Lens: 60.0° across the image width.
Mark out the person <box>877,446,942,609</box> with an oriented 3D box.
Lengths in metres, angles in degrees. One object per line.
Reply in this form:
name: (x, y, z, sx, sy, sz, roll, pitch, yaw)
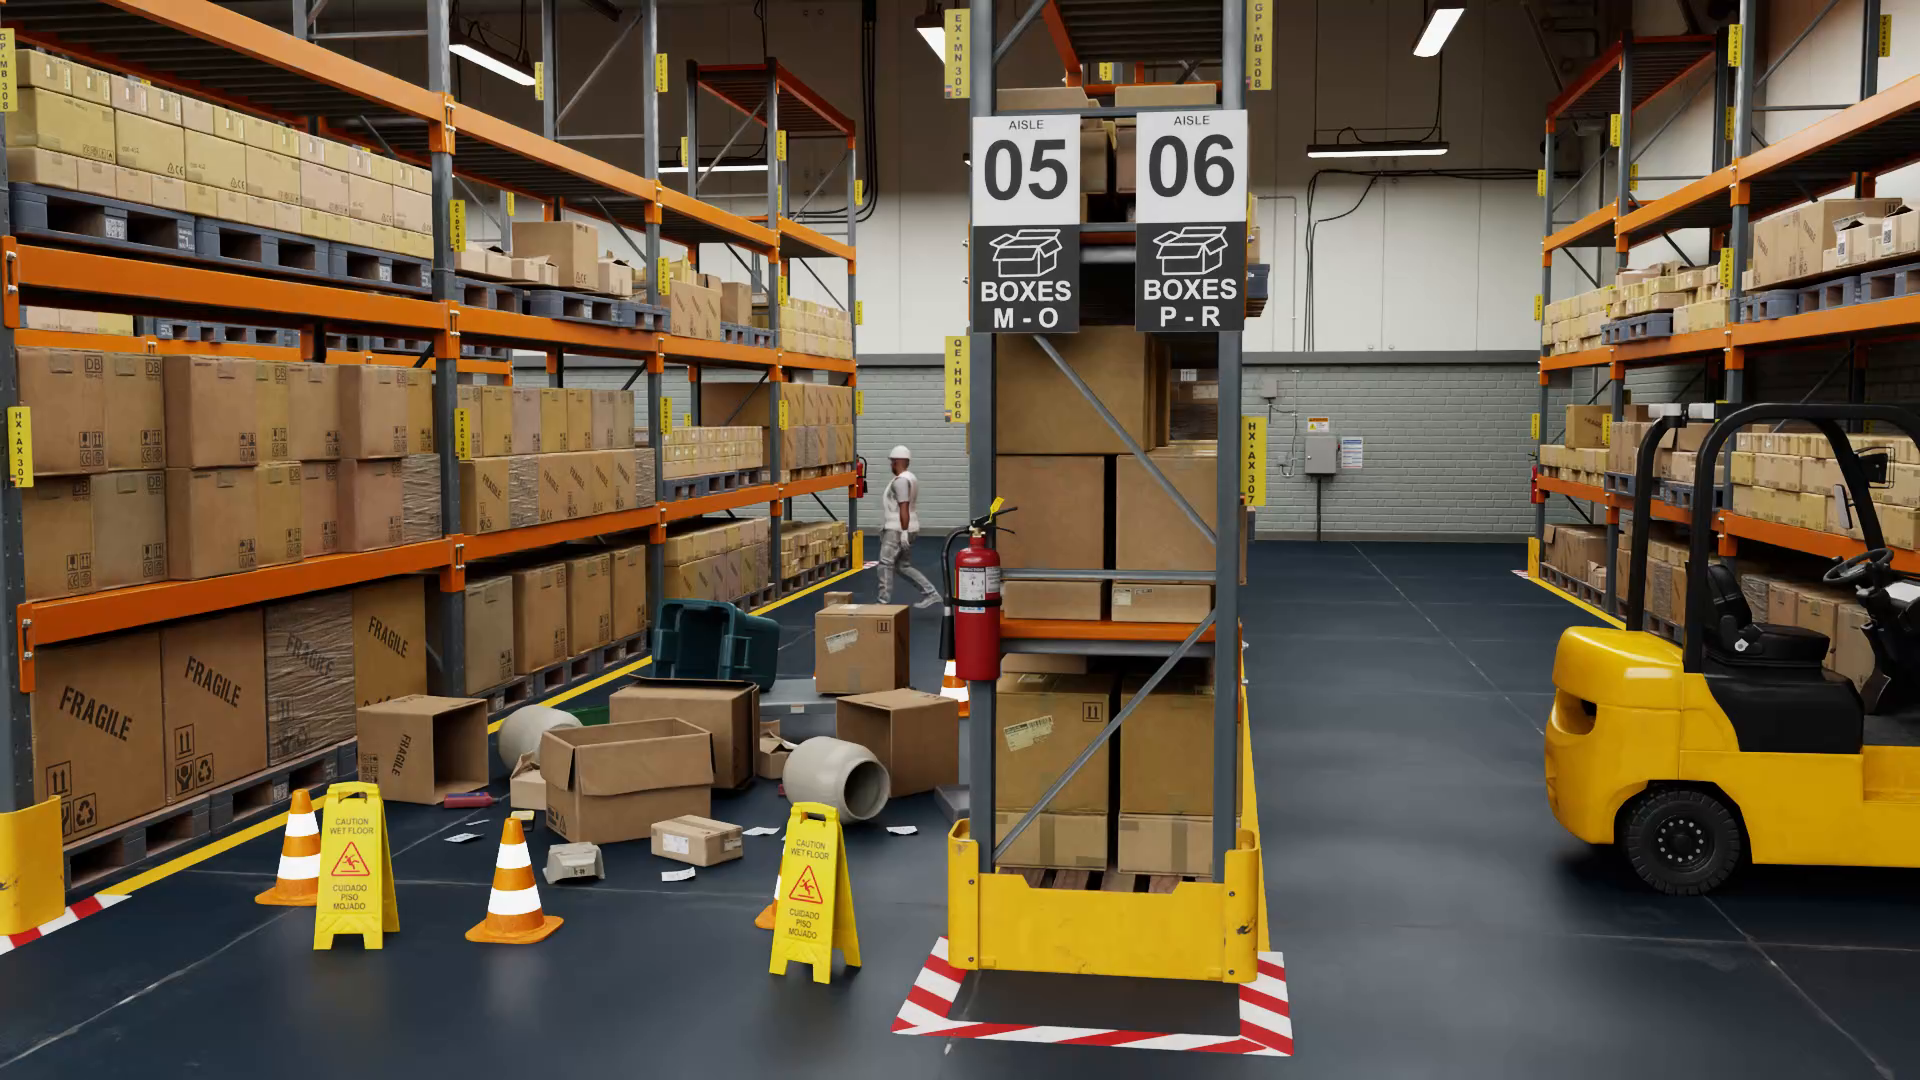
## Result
person: (-0.610, -0.085, 17.058, 0.795, 1.760, 0.574, 1, 4, 10)
